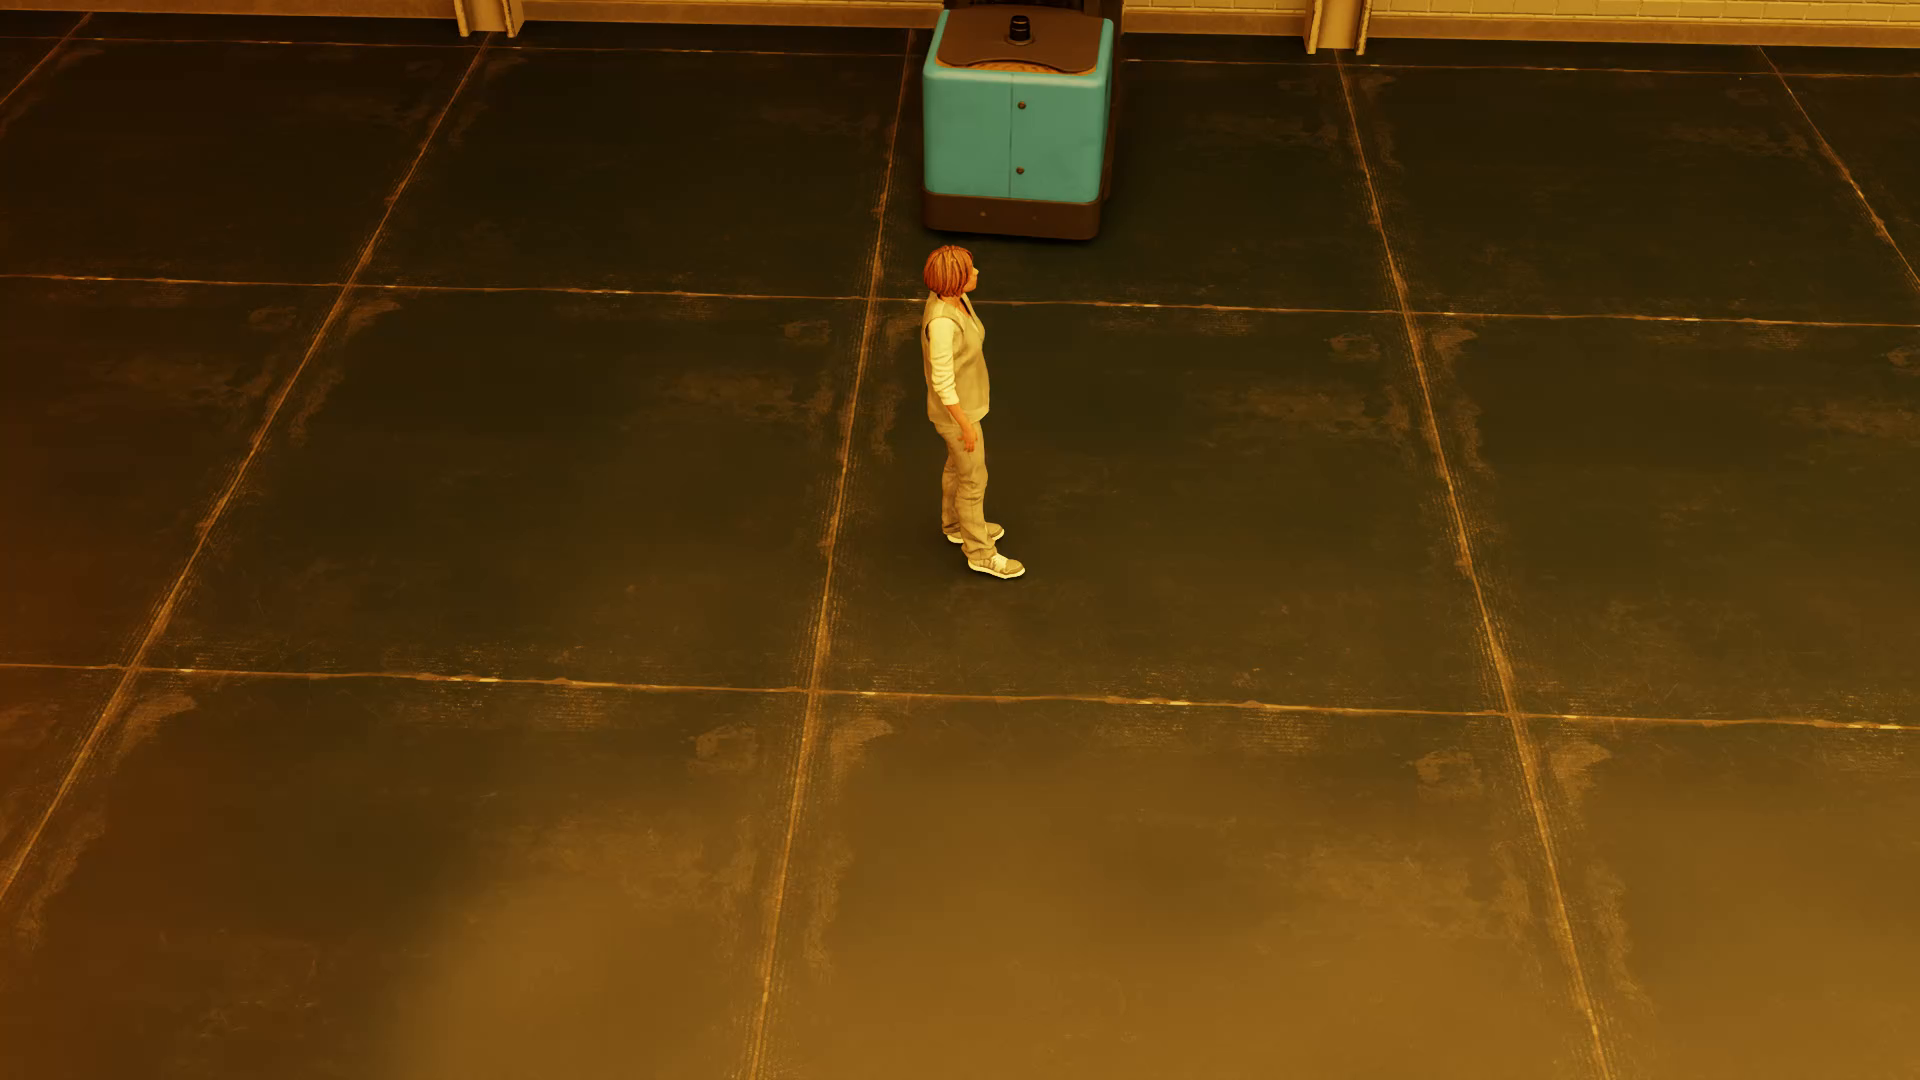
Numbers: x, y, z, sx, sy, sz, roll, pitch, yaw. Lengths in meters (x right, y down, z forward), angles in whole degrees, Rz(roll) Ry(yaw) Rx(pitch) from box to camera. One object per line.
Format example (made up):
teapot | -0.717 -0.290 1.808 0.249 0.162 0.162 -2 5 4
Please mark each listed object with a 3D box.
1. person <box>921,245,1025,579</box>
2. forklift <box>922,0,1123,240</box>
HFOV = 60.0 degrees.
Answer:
person | 0.074 -0.584 7.360 0.473 1.599 0.521 2 42 2
forklift | 0.478 -3.833 9.941 1.130 2.935 3.031 5 43 5
